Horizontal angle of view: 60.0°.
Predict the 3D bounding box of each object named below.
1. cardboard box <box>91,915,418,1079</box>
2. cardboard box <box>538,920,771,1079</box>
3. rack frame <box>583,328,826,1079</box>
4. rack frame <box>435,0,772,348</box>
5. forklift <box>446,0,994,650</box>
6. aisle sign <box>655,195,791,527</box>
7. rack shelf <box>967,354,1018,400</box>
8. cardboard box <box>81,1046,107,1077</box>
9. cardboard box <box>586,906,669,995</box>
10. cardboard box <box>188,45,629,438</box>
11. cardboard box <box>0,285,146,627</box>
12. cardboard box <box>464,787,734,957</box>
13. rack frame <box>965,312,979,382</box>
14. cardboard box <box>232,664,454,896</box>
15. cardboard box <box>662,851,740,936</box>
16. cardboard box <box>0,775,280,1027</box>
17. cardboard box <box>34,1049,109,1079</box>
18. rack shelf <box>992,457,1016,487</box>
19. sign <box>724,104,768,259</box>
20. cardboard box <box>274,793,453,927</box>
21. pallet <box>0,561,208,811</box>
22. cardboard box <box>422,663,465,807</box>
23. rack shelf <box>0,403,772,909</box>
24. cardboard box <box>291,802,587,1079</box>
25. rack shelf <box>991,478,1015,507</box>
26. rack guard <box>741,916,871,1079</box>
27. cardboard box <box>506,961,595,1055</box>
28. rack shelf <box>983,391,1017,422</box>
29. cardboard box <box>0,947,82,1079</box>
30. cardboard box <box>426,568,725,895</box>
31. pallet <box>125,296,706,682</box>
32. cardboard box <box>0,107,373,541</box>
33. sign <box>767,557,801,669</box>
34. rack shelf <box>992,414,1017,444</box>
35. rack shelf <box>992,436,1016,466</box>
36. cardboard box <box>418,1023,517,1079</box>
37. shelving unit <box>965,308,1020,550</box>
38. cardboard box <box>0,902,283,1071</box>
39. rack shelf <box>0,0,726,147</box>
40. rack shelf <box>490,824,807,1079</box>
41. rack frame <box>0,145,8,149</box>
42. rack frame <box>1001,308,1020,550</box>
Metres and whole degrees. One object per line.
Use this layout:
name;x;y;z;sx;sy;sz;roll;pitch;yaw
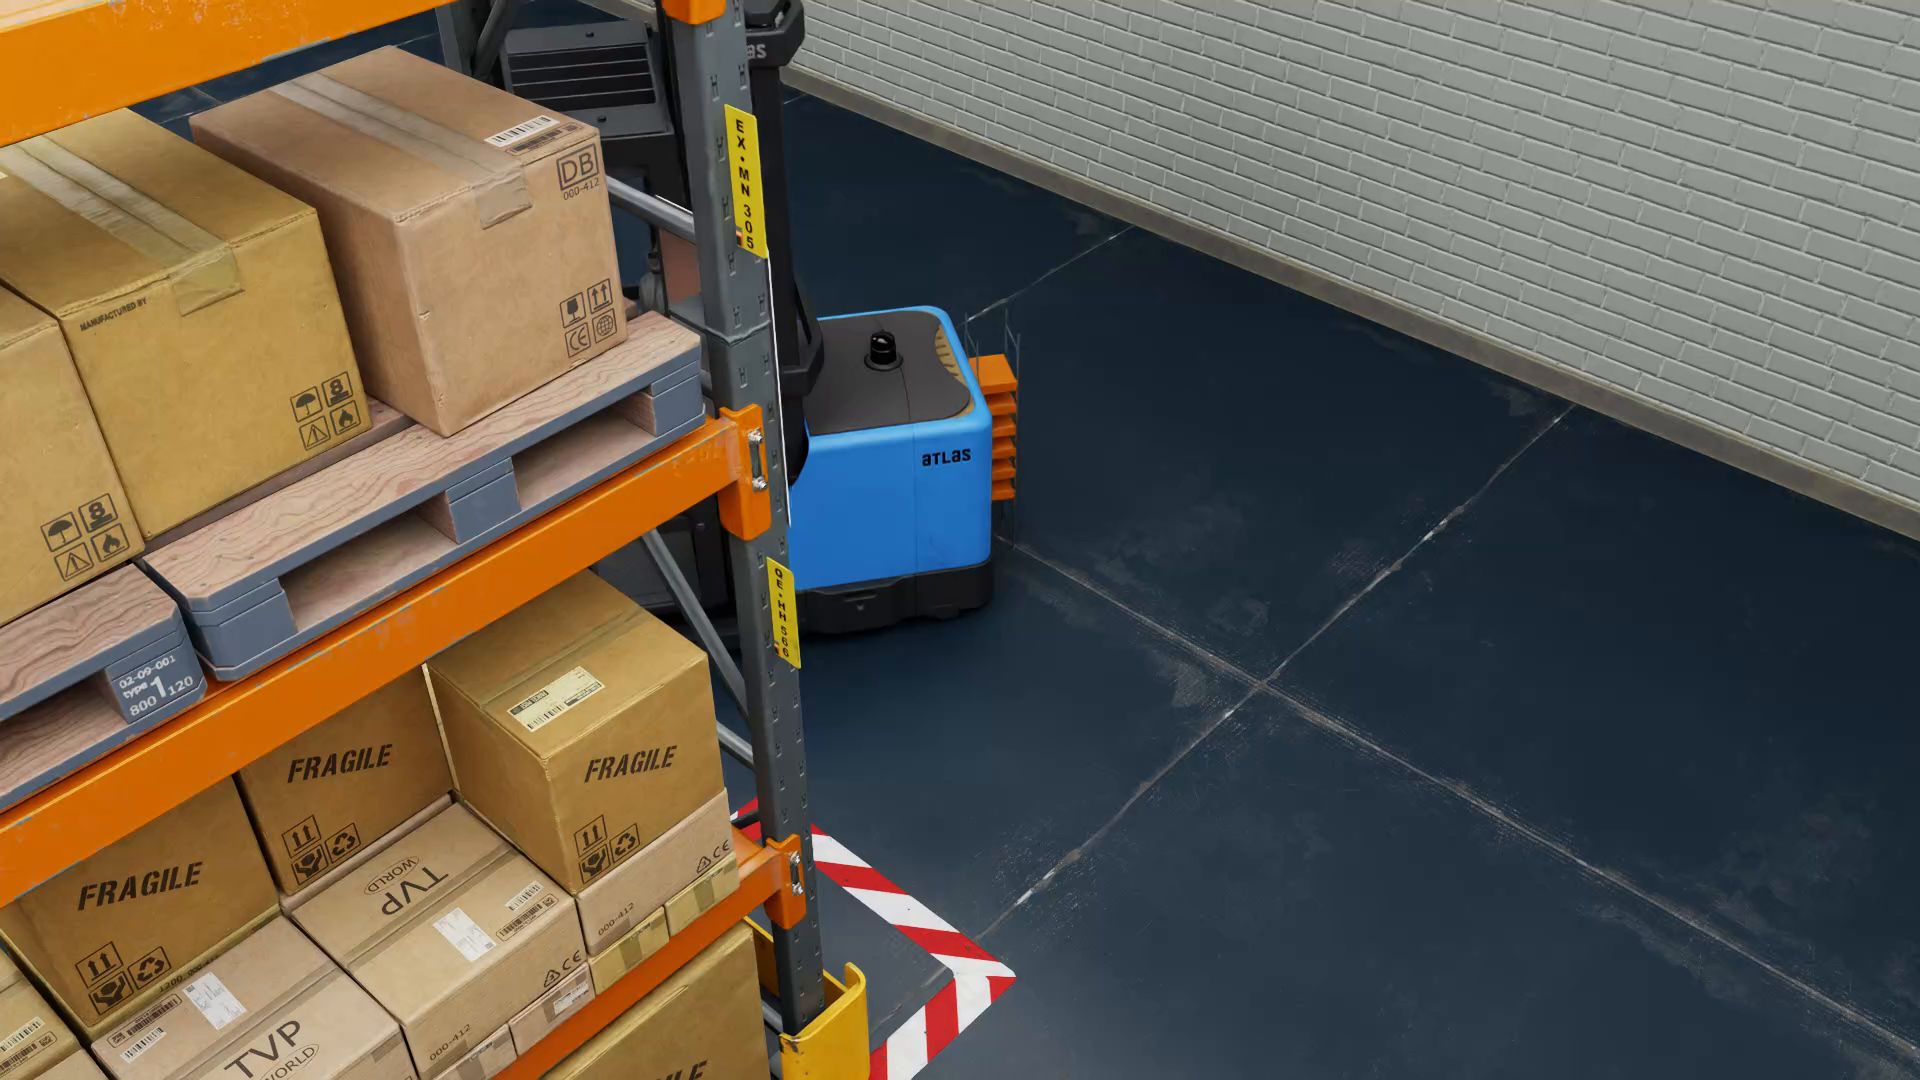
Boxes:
cardboard box;-1.662;1.244;3.941;0.500;0.250;0.500;28;46;31
cardboard box;-1.217;1.495;5.113;0.875;0.875;0.875;30;47;32
rack frame;-0.845;0.500;4.994;1.000;3.000;0.127;30;47;32
rack frame;-0.845;-1.848;3.127;1.000;3.000;0.127;30;47;32
forklift;-1.421;-0.909;6.821;3.031;2.935;1.130;-8;39;-10
aisle sign;-0.575;-0.424;4.068;0.394;0.787;0.004;30;47;32
rack shelf;0.141;-0.727;7.477;0.180;0.103;0.258;-8;39;-10
cardboard box;-2.193;1.215;4.297;0.380;0.149;0.250;29;47;31
cardboard box;-1.016;1.021;4.542;0.380;0.149;0.250;30;47;32
cardboard box;-1.156;-0.655;3.539;0.700;0.500;0.500;27;46;29
cardboard box;-1.938;-0.189;2.953;0.700;0.500;0.500;26;45;29
cardboard box;-0.976;0.777;4.528;0.500;0.250;0.500;29;47;31
rack frame;0.052;-0.467;7.657;0.006;1.200;0.240;-8;39;-10
cardboard box;-1.705;0.486;4.291;0.500;0.500;0.500;28;47;31
cardboard box;-0.842;0.901;4.693;0.380;0.149;0.250;31;48;33
cardboard box;-2.050;0.727;3.989;0.500;0.500;0.500;28;46;31
cardboard box;-2.010;1.485;3.638;0.500;0.250;0.500;30;47;32
rack shelf;0.141;-0.351;7.775;0.180;0.103;0.258;-8;39;-10
sign;-0.454;-0.755;3.515;0.100;0.325;0.005;30;47;32
cardboard box;-1.714;0.791;4.510;0.500;0.250;0.500;29;47;31
pallet;-2.161;0.269;2.946;1.003;0.211;1.213;30;47;32
cardboard box;-1.368;0.550;4.813;0.500;0.250;0.500;28;46;31
rack shelf;-2.194;0.527;3.129;1.077;0.370;4.000;30;47;32
cardboard box;-1.319;1.010;4.235;0.500;0.250;0.500;29;47;31
rack shelf;0.141;-0.257;7.850;0.180;0.103;0.258;-8;39;-10
rack guard;-0.829;1.468;5.786;1.175;0.500;0.348;30;47;32
cardboard box;-1.187;1.136;4.396;0.380;0.149;0.250;30;47;32
rack shelf;0.141;-0.633;7.551;0.180;0.103;0.258;-8;39;-10
cardboard box;-2.403;1.263;3.917;0.500;0.250;0.500;29;47;31
cardboard box;-0.979;0.483;4.295;0.500;0.500;0.500;30;47;32
pallet;-1.338;-0.294;3.654;1.003;0.211;1.213;30;47;32
cardboard box;-1.625;-0.447;3.277;0.700;0.500;0.500;28;46;30
sign;-0.454;0.189;4.265;0.100;0.325;0.005;30;47;32
rack shelf;0.141;-0.539;7.626;0.180;0.103;0.258;-8;39;-10
rack shelf;0.141;-0.445;7.701;0.180;0.103;0.258;-8;39;-10
cardboard box;-1.356;1.250;4.253;0.380;0.149;0.250;31;48;33
shelving unit;0.141;-0.480;7.673;0.189;1.200;0.258;-8;39;-10
cardboard box;-2.055;1.021;4.221;0.500;0.250;0.500;28;46;31
rack shelf;-2.194;-0.491;2.320;1.077;0.370;4.000;30;47;32
rack shelf;-2.194;1.701;4.063;1.077;0.370;4.000;30;47;32
rack frame;-4.501;-1.579;7.610;1.000;3.000;0.127;30;47;32
rack frame;0.231;-0.493;7.689;0.006;1.200;0.240;-8;39;-10
